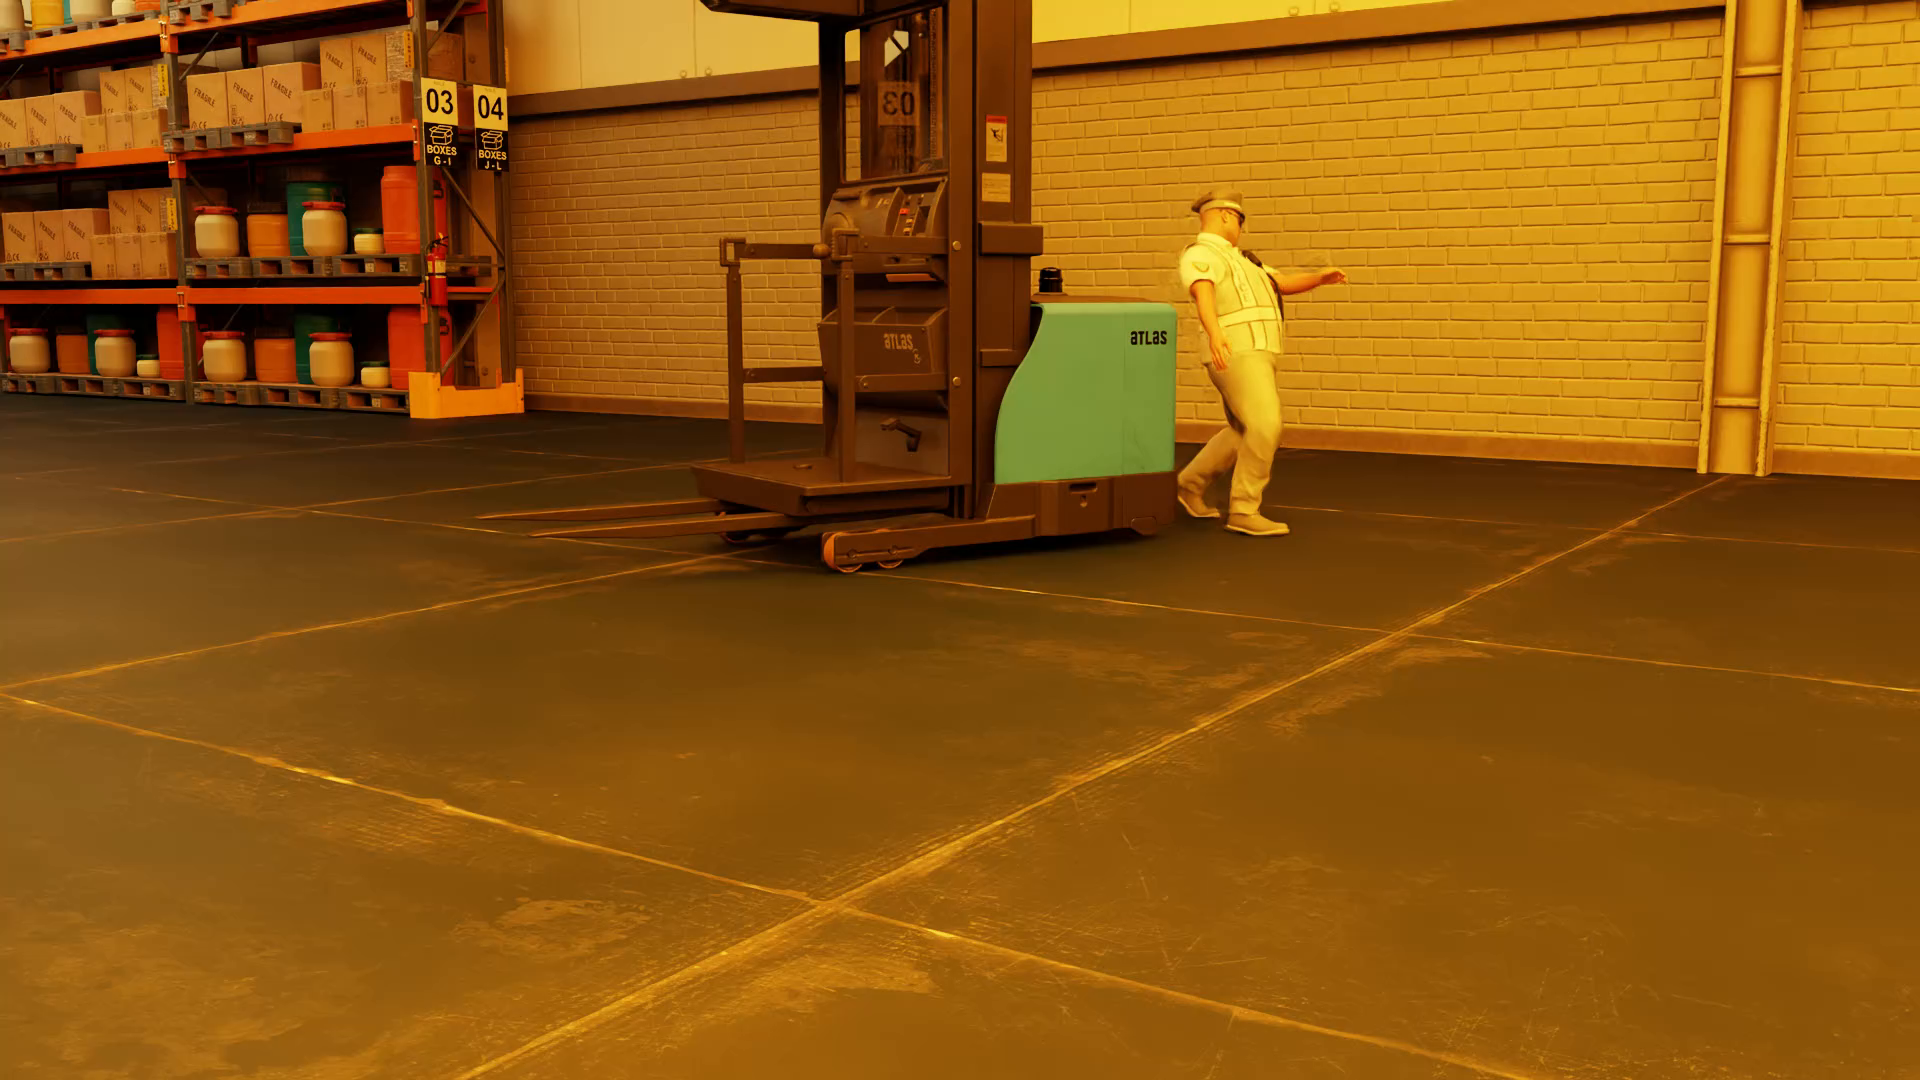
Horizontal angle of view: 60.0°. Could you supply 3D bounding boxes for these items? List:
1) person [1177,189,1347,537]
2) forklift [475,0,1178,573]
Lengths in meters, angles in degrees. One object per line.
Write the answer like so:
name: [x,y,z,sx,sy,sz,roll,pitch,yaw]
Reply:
person: [1.360,-0.855,7.897,0.895,1.628,0.868,3,9,22]
forklift: [-0.507,-1.403,7.061,3.031,2.935,1.130,-5,10,-33]
